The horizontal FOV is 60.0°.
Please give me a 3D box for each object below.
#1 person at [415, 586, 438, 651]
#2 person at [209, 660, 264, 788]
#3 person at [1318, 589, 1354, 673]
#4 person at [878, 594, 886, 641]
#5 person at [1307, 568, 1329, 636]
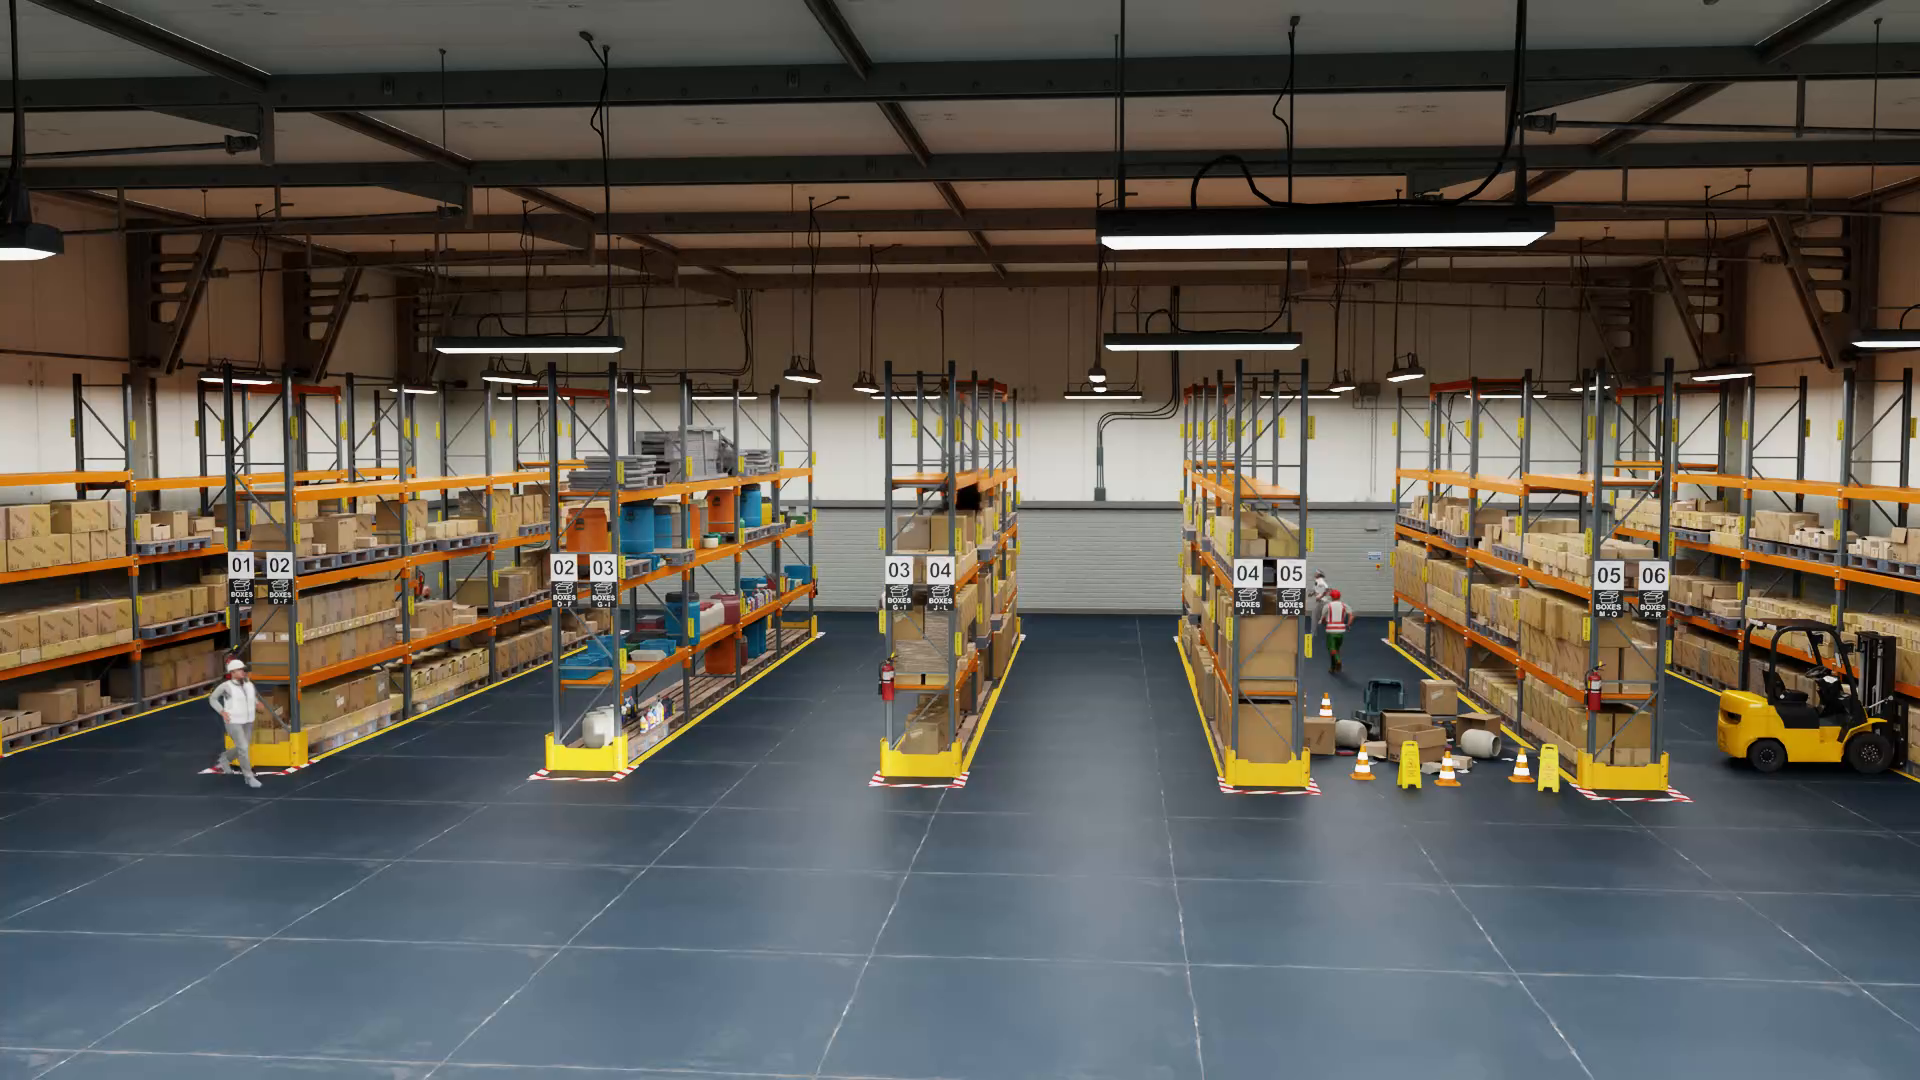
[{"bbox_3d":[-11.384,1.826,35.541,0.669,1.684,0.760,0,4,0],"label":"person"},{"bbox_3d":[-10.217,2.576,23.523,0.931,1.778,0.663,2,4,26],"label":"person"},{"bbox_3d":[7.702,1.895,33.952,0.636,1.766,0.907,0,4,-6],"label":"person"},{"bbox_3d":[-1.441,1.785,36.001,0.686,1.766,0.957,1,4,9],"label":"person"},{"bbox_3d":[8.803,1.520,40.326,0.859,1.704,0.588,0,4,5],"label":"person"}]
